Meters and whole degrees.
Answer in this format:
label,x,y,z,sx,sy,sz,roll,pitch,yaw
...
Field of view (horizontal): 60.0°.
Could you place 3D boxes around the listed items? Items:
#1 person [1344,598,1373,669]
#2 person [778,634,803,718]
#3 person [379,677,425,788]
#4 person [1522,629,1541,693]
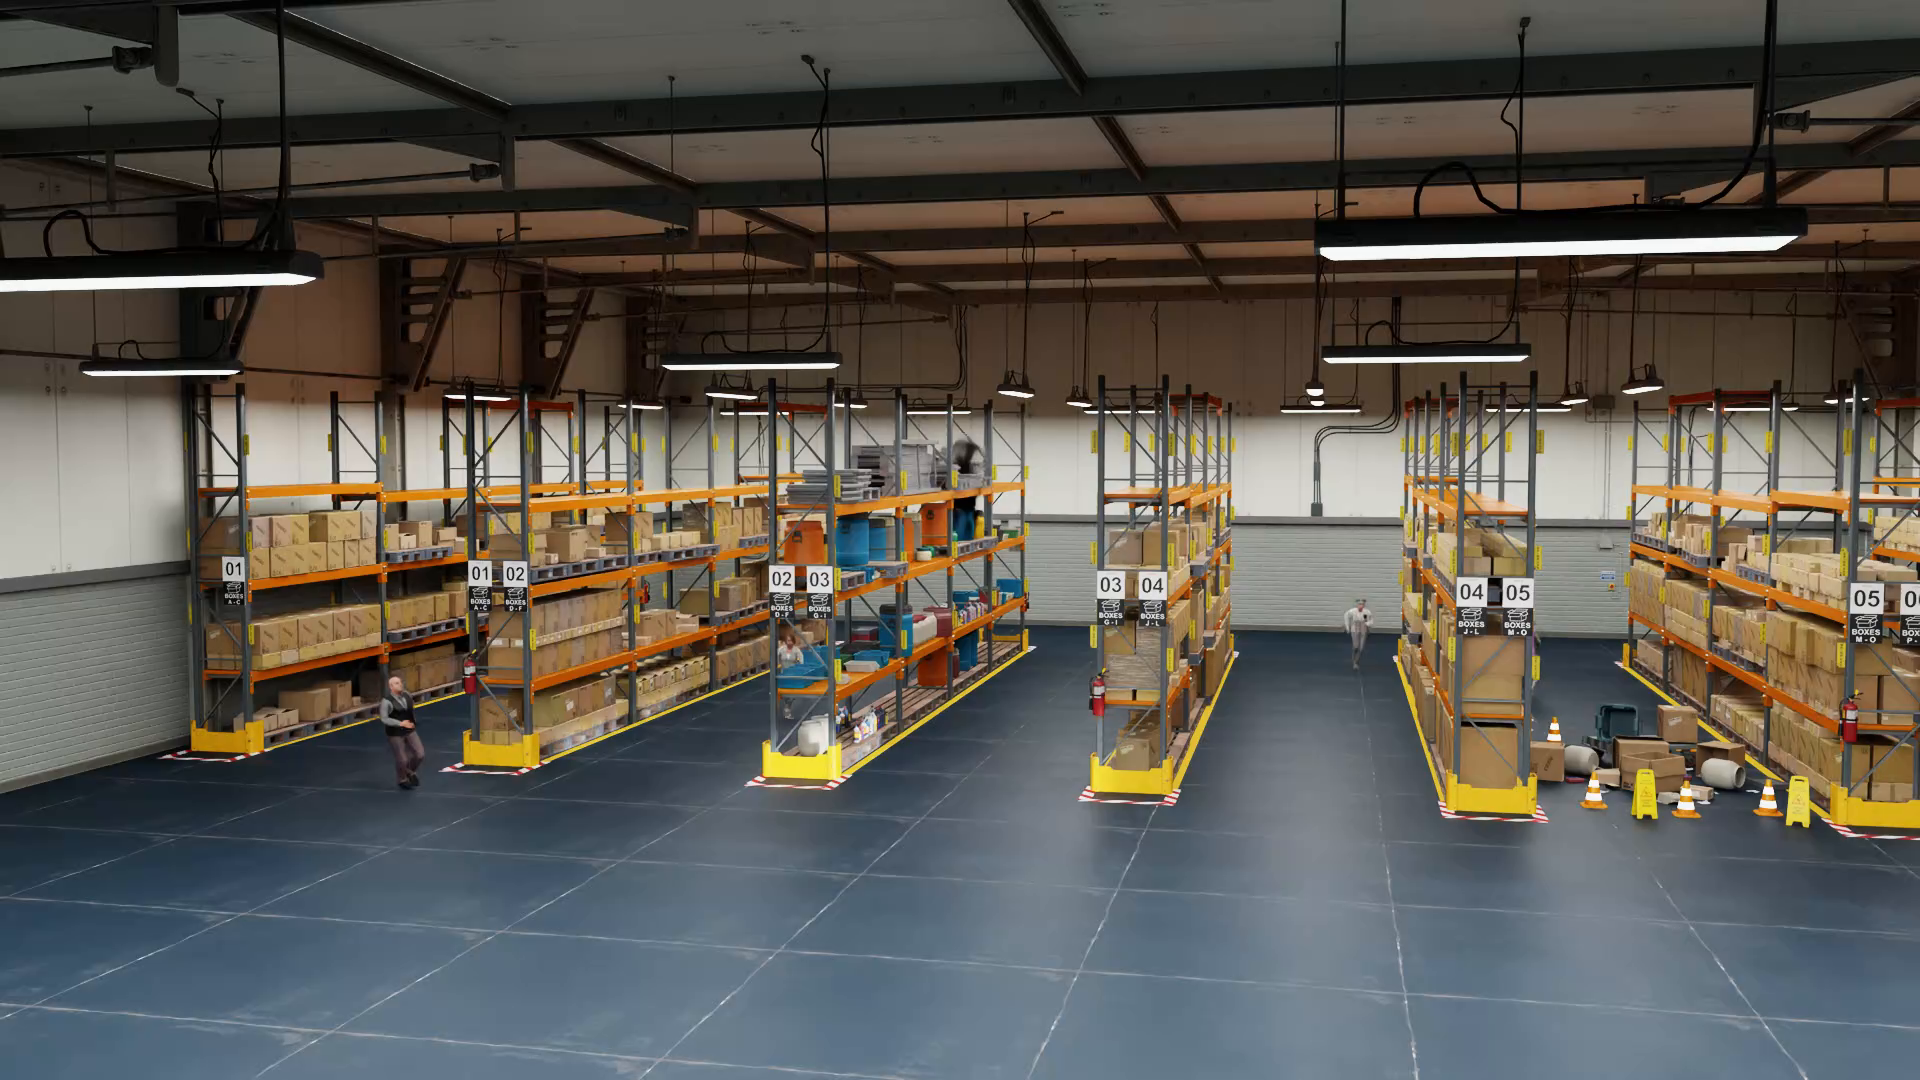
label,x,y,z,sx,sy,sz,roll,pitch,yaw
person,8.882,2.086,37.011,0.589,1.613,0.676,0,3,3
person,-3.135,2.483,30.269,0.623,1.554,0.600,0,3,-1
person,-8.060,2.790,23.984,0.638,1.660,0.674,3,4,38
person,11.389,2.326,33.383,0.545,1.548,0.584,0,3,4
